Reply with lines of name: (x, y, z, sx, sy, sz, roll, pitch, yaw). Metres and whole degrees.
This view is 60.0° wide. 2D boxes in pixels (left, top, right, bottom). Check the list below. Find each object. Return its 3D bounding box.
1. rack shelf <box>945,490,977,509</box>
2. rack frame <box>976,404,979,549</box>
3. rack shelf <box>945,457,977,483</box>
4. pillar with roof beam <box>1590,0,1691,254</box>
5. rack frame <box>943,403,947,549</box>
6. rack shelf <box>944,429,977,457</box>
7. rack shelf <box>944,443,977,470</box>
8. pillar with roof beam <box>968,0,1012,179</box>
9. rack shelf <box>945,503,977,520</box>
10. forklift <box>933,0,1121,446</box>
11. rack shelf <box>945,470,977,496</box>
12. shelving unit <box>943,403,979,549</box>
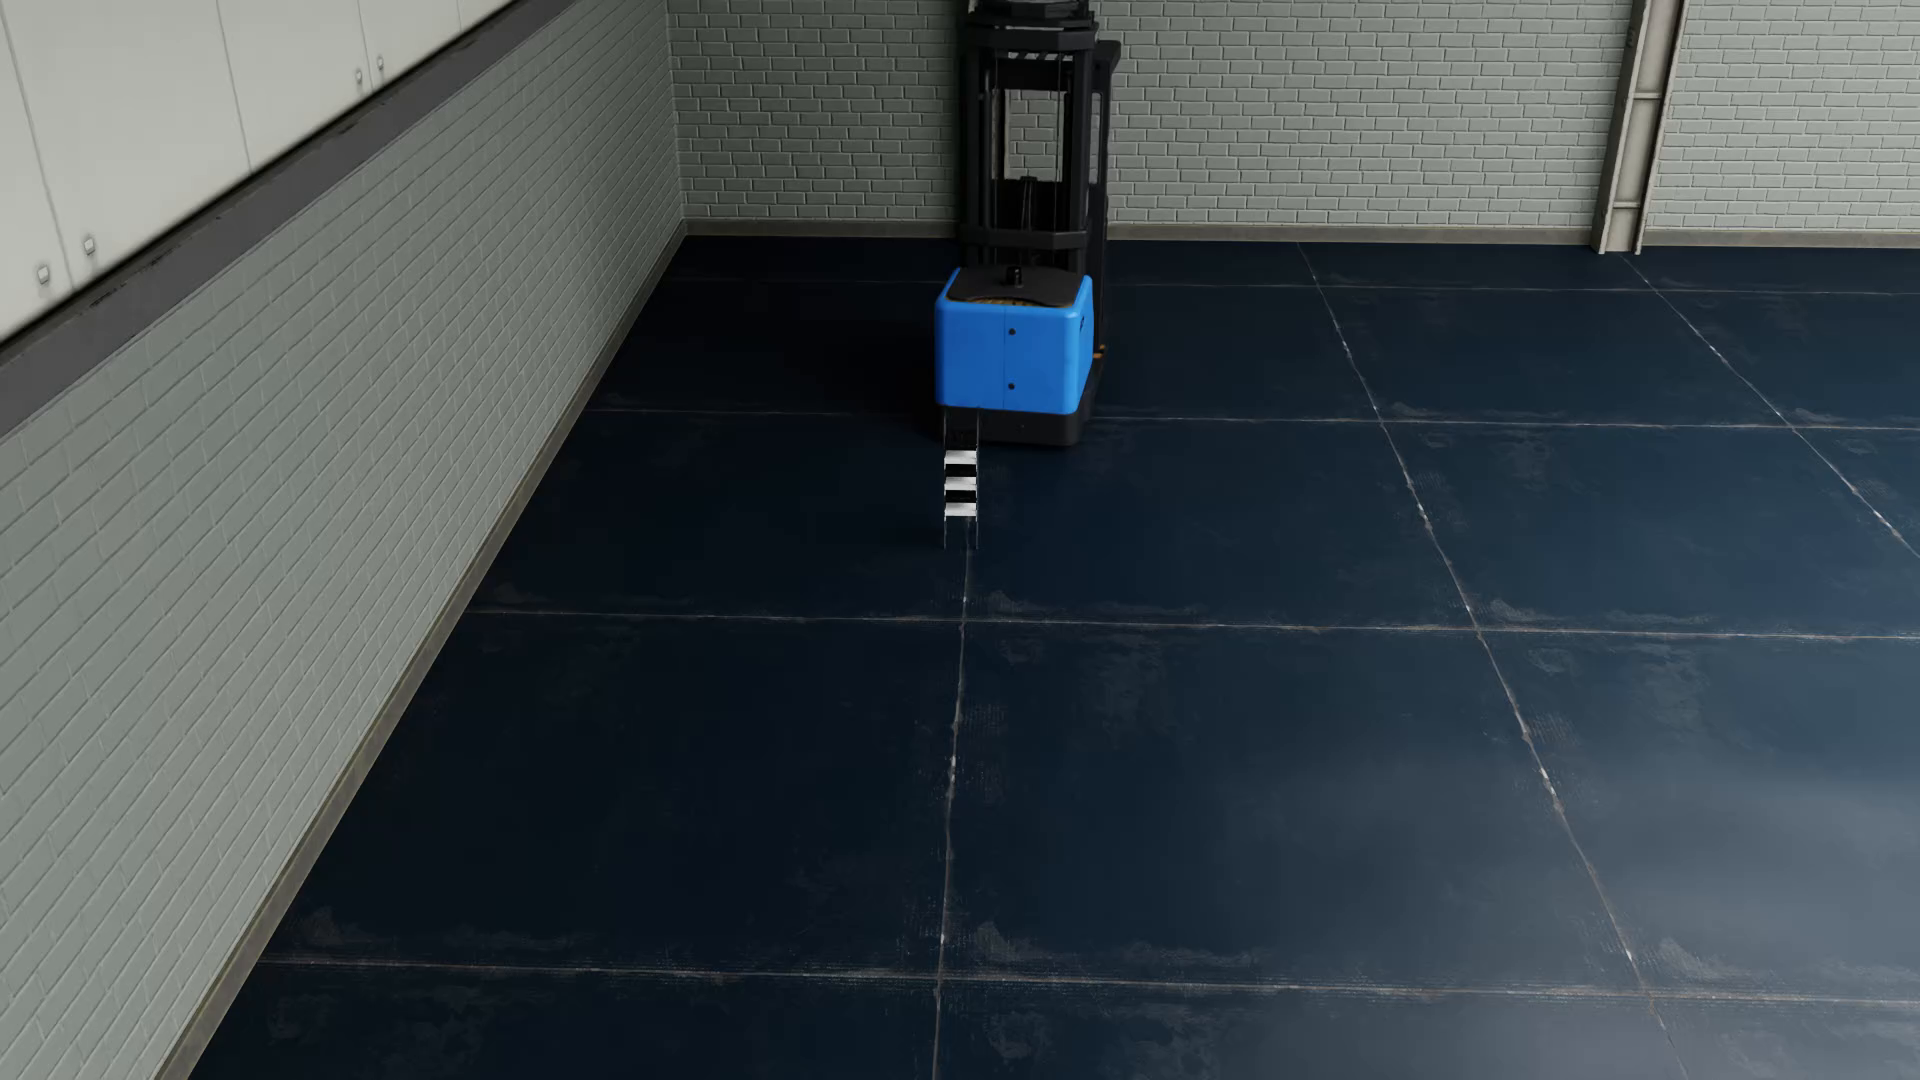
rack shelf: (0.008, -0.288, 10.522, 0.200, 0.077, 0.258, 1, 28, 2)
rack frame: (0.110, -0.396, 10.461, 0.006, 0.900, 0.240, 1, 28, 2)
rack shelf: (0.008, -0.448, 10.438, 0.200, 0.077, 0.258, 1, 28, 2)
pillar with roof beam: (6.119, -4.749, 10.027, 0.400, 9.000, 9.100, 1, 28, 2)
rack frame: (-0.093, -0.399, 10.468, 0.006, 0.900, 0.240, 1, 28, 2)
rack shelf: (0.008, -0.607, 10.354, 0.200, 0.077, 0.258, 1, 28, 2)
rack shelf: (0.008, -0.527, 10.396, 0.200, 0.077, 0.258, 1, 28, 2)
pillar with roof beam: (0.122, -4.849, 10.214, 0.400, 9.000, 9.100, 1, 28, 2)
rack shelf: (0.008, -0.209, 10.564, 0.200, 0.077, 0.258, 1, 28, 2)
forklift: (0.582, -2.628, 12.504, 1.130, 2.935, 3.031, 5, 28, 9)
rack shelf: (0.008, -0.368, 10.480, 0.200, 0.077, 0.258, 1, 28, 2)
shelving unit: (0.008, -0.397, 10.464, 0.210, 0.900, 0.258, 1, 28, 2)
